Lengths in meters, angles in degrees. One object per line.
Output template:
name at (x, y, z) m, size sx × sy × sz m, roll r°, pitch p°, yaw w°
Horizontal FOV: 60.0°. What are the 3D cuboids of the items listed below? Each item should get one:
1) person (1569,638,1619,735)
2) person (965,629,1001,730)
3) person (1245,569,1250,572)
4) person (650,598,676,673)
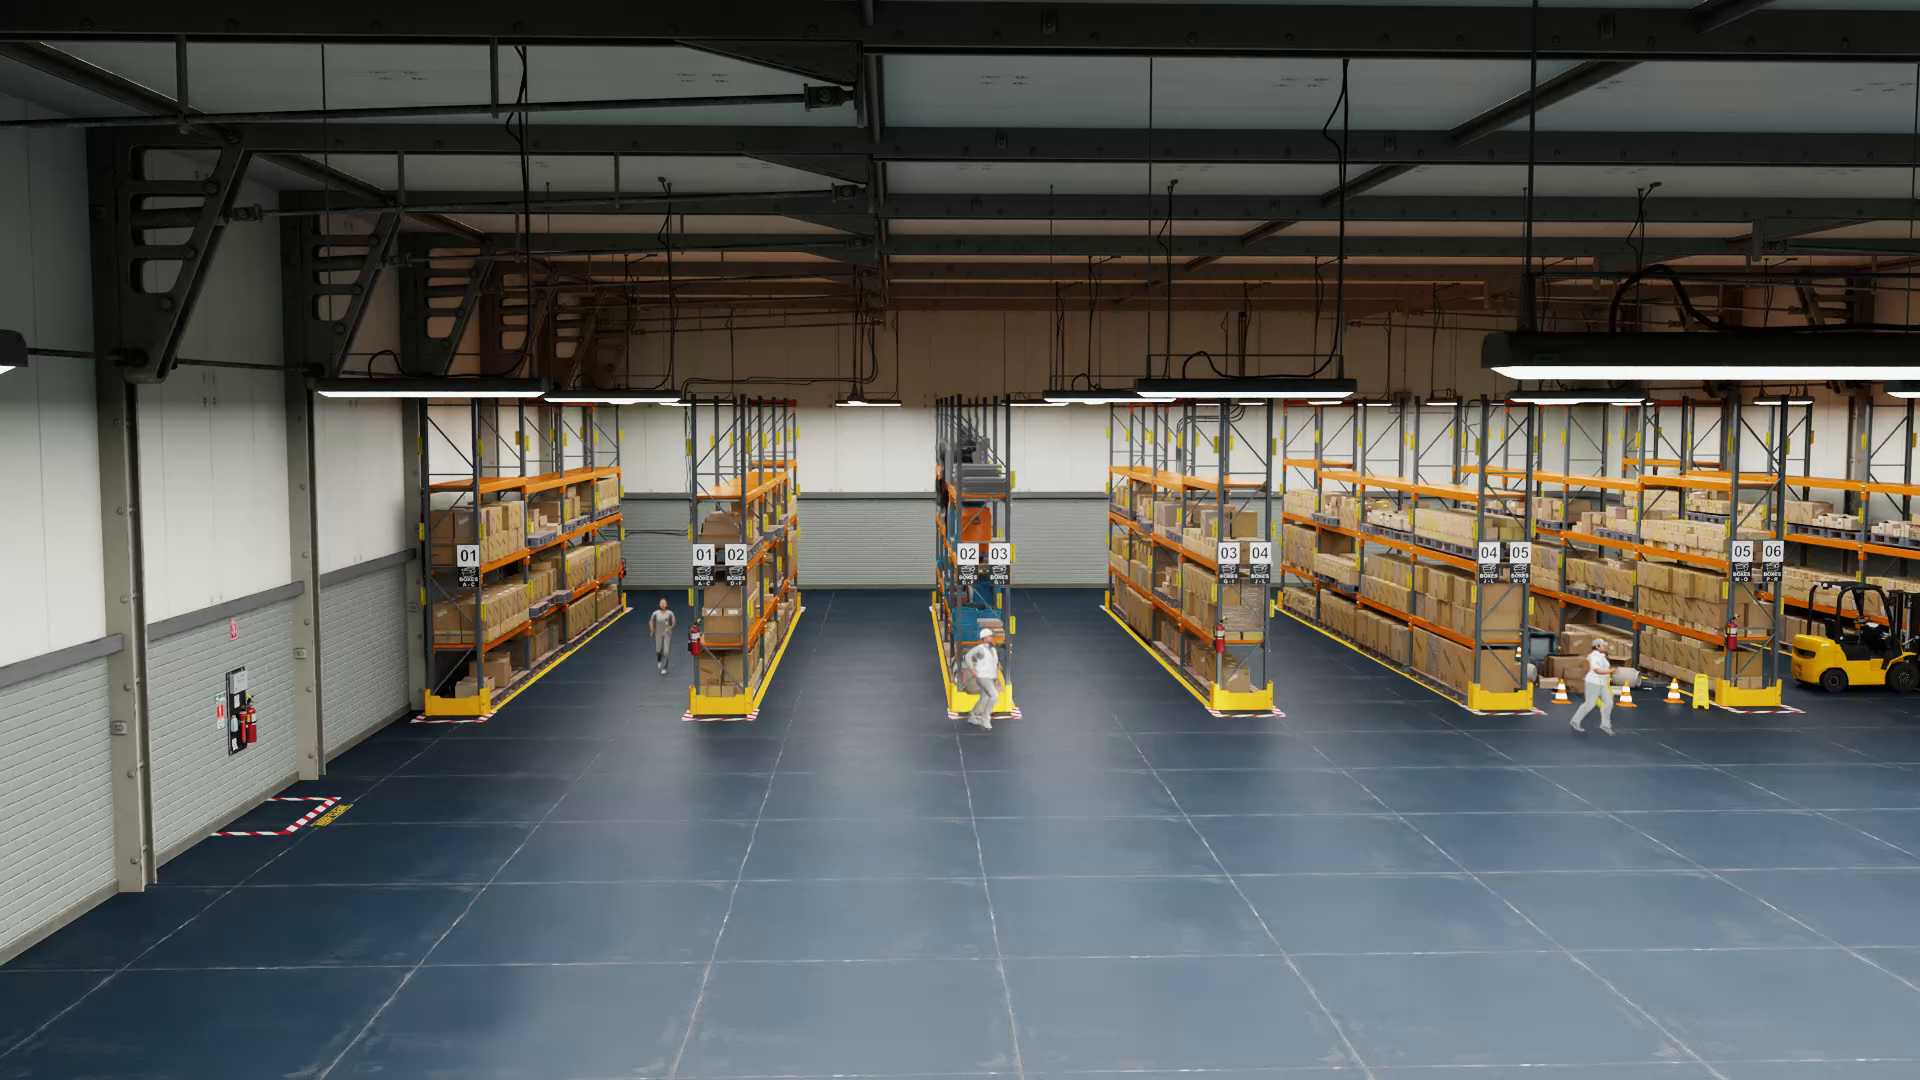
person at (11.186, 2.590, 29.300) m, size 0.795 × 1.738 × 0.595 m, roll 3°, pitch 6°, yaw 36°
person at (0.456, 2.497, 29.999) m, size 0.678 × 1.793 × 0.651 m, roll 2°, pitch 5°, yaw 26°
person at (7.950, 1.132, 47.595) m, size 0.799 × 1.709 × 0.593 m, roll 2°, pitch 5°, yaw 21°
person at (-6.432, 2.079, 35.981) m, size 0.566 × 1.630 × 0.557 m, roll -1°, pitch 5°, yaw -8°
